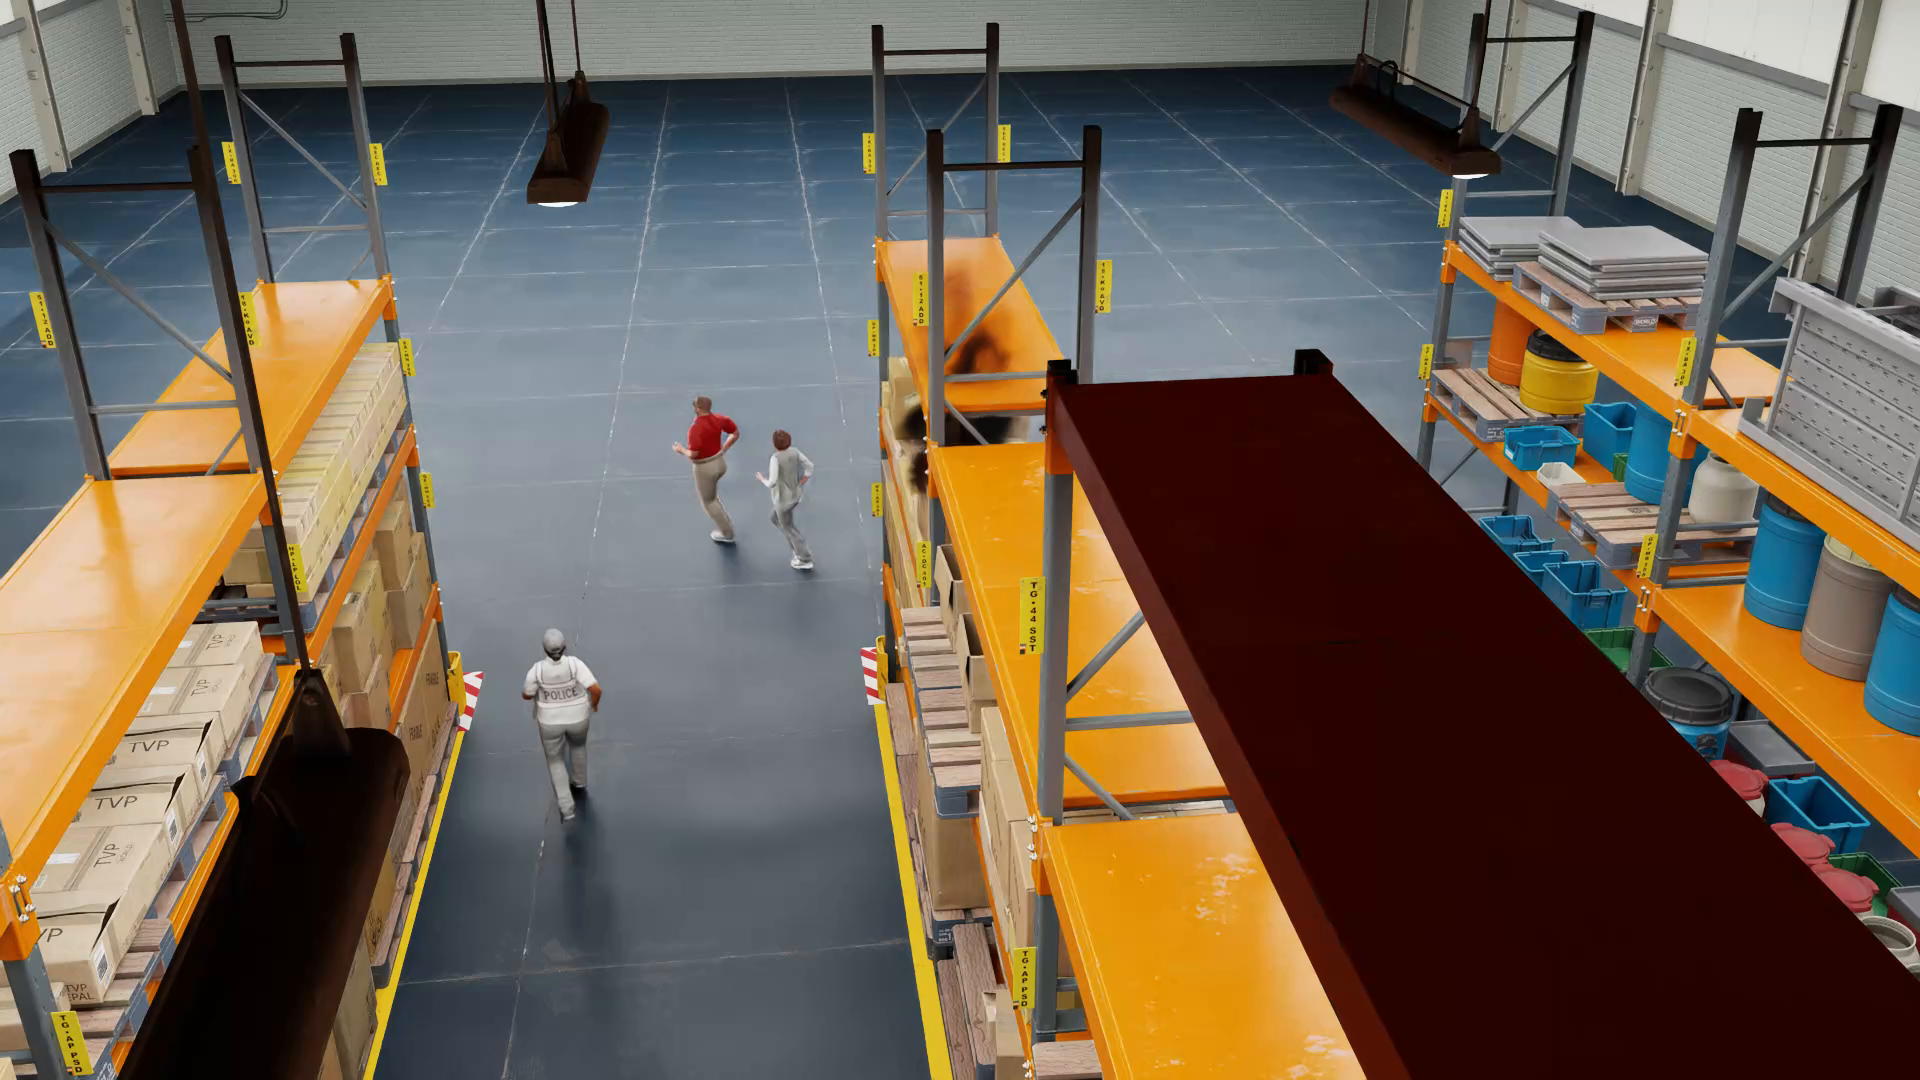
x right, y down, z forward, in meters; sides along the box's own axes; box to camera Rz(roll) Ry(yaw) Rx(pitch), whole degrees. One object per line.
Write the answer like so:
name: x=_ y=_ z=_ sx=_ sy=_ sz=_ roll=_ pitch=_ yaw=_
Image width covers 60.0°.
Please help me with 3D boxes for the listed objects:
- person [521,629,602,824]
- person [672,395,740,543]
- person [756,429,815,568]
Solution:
person: x=-3.204 y=1.471 z=13.452 sx=0.598 sy=1.678 sz=0.918 roll=-10 pitch=27 yaw=-19
person: x=-2.779 y=-0.783 z=18.191 sx=0.689 sy=1.730 sz=0.634 roll=13 pitch=28 yaw=25
person: x=-1.855 y=-0.432 z=17.571 sx=0.631 sy=1.578 sz=0.512 roll=14 pitch=29 yaw=27
